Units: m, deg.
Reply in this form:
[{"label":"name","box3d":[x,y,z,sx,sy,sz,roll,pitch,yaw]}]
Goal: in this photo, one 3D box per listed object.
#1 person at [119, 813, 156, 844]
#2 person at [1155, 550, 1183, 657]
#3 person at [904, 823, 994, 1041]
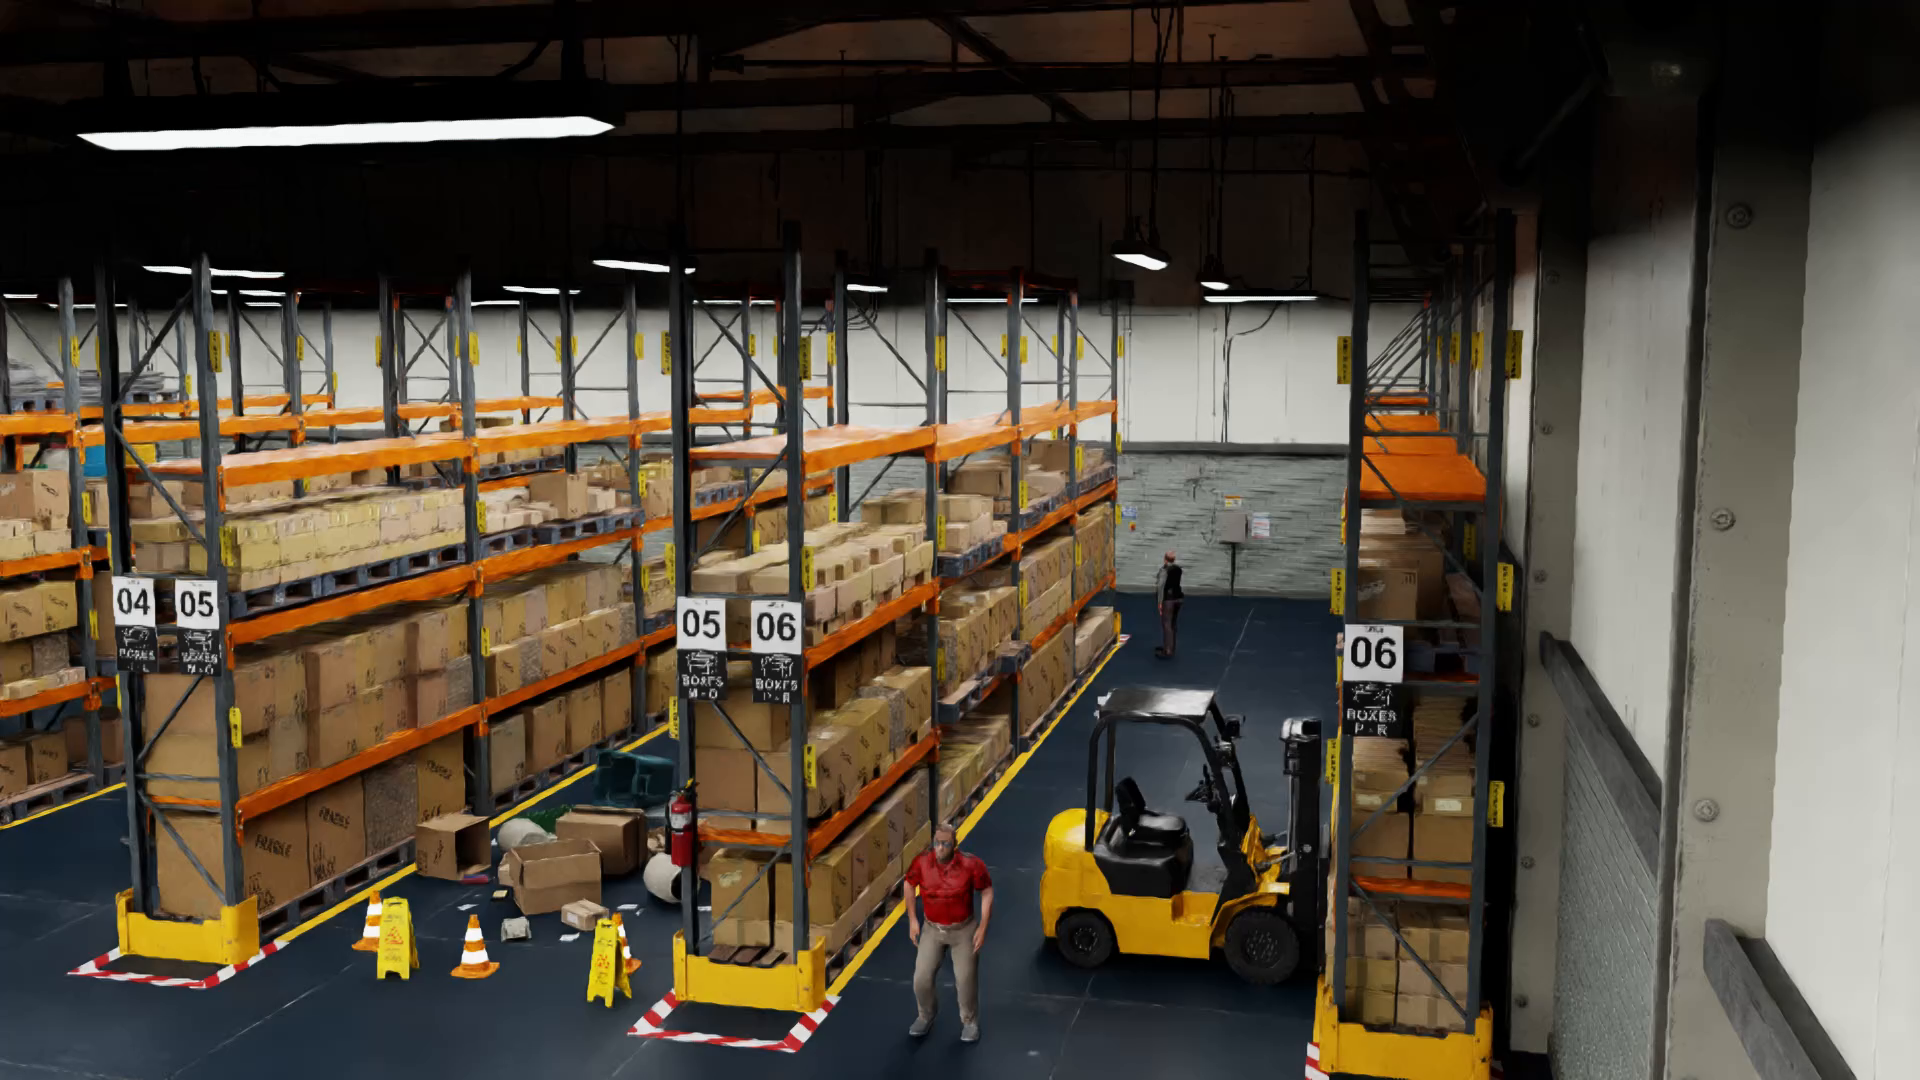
[{"label":"person","box3d":[-8.038,2.295,17.044,0.635,1.619,1.046,5,8,34]},{"label":"person","box3d":[3.352,1.008,27.014,0.577,1.724,0.499,-7,10,-45]},{"label":"person","box3d":[-0.086,2.860,12.211,0.682,1.676,0.535,1,7,12]}]
